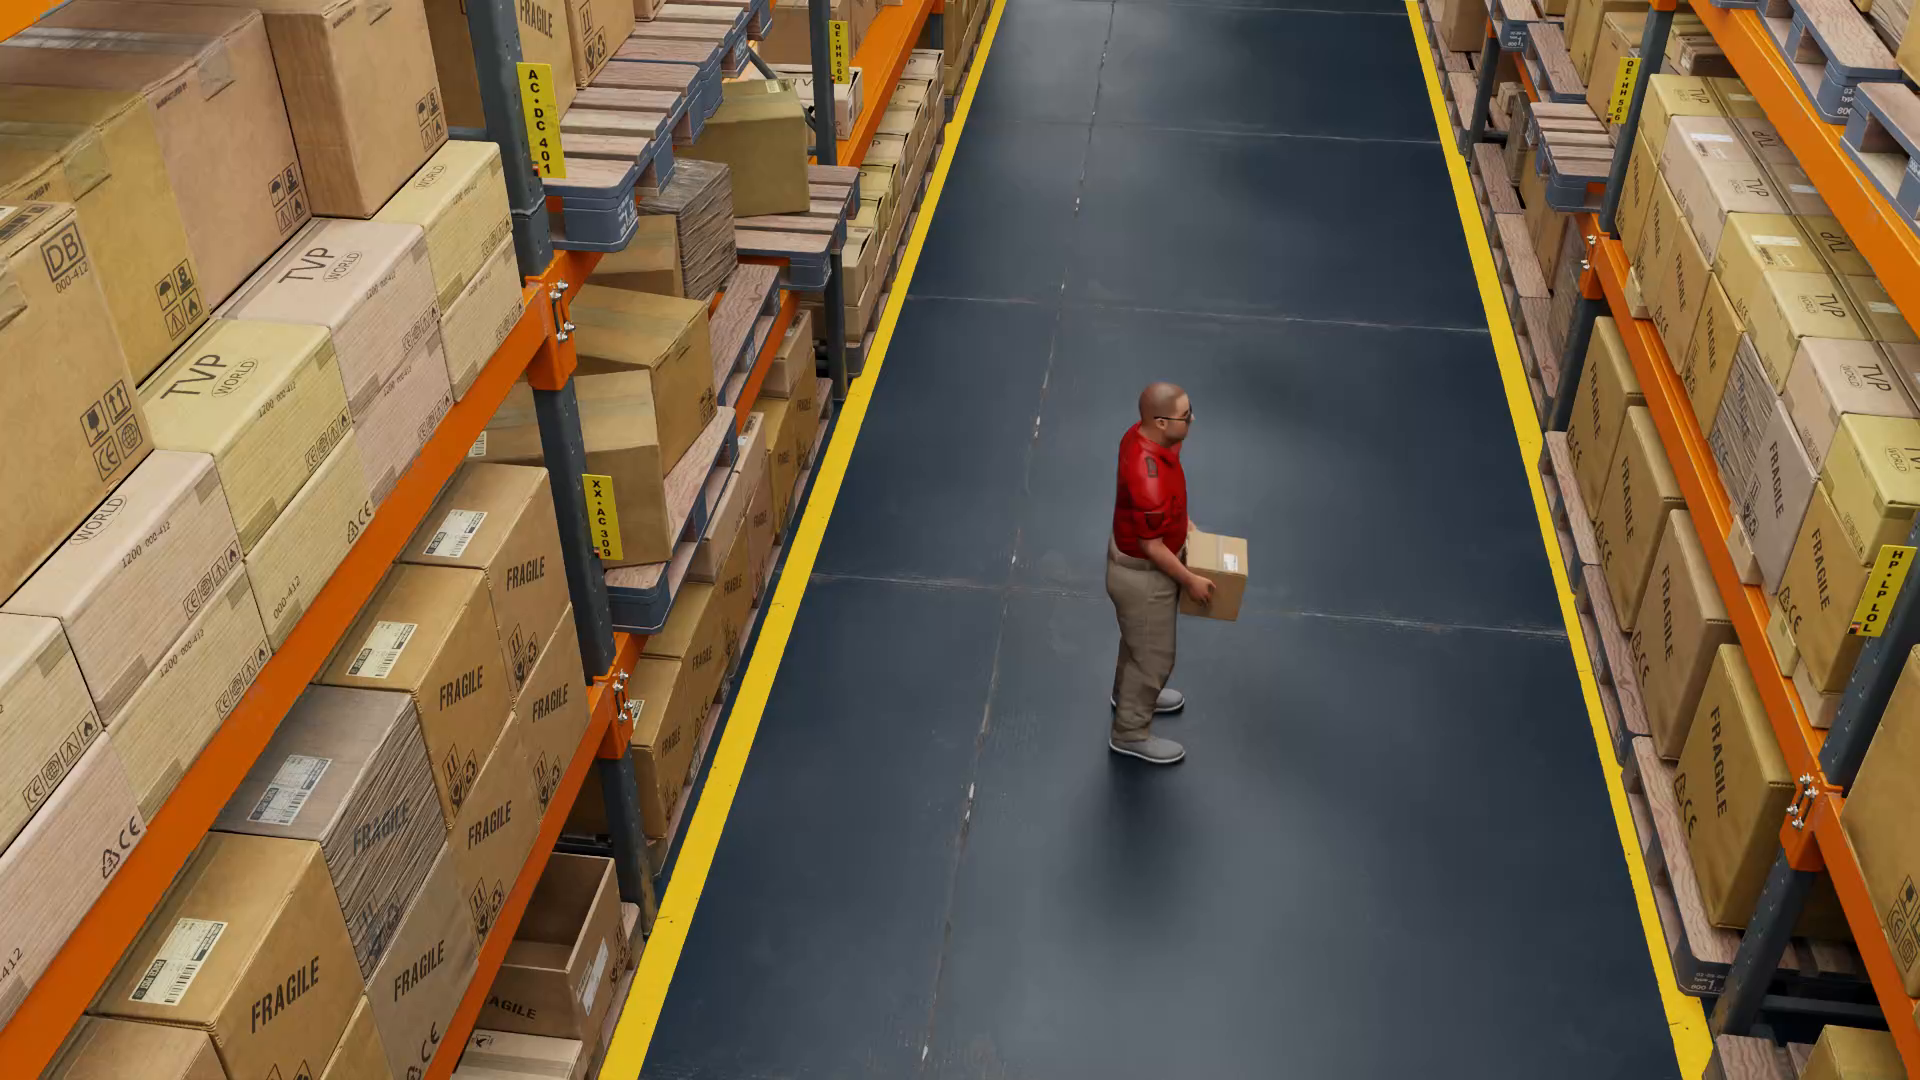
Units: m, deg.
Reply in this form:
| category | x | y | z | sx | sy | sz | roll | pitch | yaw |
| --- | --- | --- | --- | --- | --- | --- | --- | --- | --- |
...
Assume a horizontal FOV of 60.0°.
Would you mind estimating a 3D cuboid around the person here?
| category | x | y | z | sx | sy | sz | roll | pitch | yaw |
| --- | --- | --- | --- | --- | --- | --- | --- | --- | --- |
| person | 0.835 | 0.115 | 6.888 | 0.458 | 1.733 | 0.533 | 4 | 36 | 5 |
